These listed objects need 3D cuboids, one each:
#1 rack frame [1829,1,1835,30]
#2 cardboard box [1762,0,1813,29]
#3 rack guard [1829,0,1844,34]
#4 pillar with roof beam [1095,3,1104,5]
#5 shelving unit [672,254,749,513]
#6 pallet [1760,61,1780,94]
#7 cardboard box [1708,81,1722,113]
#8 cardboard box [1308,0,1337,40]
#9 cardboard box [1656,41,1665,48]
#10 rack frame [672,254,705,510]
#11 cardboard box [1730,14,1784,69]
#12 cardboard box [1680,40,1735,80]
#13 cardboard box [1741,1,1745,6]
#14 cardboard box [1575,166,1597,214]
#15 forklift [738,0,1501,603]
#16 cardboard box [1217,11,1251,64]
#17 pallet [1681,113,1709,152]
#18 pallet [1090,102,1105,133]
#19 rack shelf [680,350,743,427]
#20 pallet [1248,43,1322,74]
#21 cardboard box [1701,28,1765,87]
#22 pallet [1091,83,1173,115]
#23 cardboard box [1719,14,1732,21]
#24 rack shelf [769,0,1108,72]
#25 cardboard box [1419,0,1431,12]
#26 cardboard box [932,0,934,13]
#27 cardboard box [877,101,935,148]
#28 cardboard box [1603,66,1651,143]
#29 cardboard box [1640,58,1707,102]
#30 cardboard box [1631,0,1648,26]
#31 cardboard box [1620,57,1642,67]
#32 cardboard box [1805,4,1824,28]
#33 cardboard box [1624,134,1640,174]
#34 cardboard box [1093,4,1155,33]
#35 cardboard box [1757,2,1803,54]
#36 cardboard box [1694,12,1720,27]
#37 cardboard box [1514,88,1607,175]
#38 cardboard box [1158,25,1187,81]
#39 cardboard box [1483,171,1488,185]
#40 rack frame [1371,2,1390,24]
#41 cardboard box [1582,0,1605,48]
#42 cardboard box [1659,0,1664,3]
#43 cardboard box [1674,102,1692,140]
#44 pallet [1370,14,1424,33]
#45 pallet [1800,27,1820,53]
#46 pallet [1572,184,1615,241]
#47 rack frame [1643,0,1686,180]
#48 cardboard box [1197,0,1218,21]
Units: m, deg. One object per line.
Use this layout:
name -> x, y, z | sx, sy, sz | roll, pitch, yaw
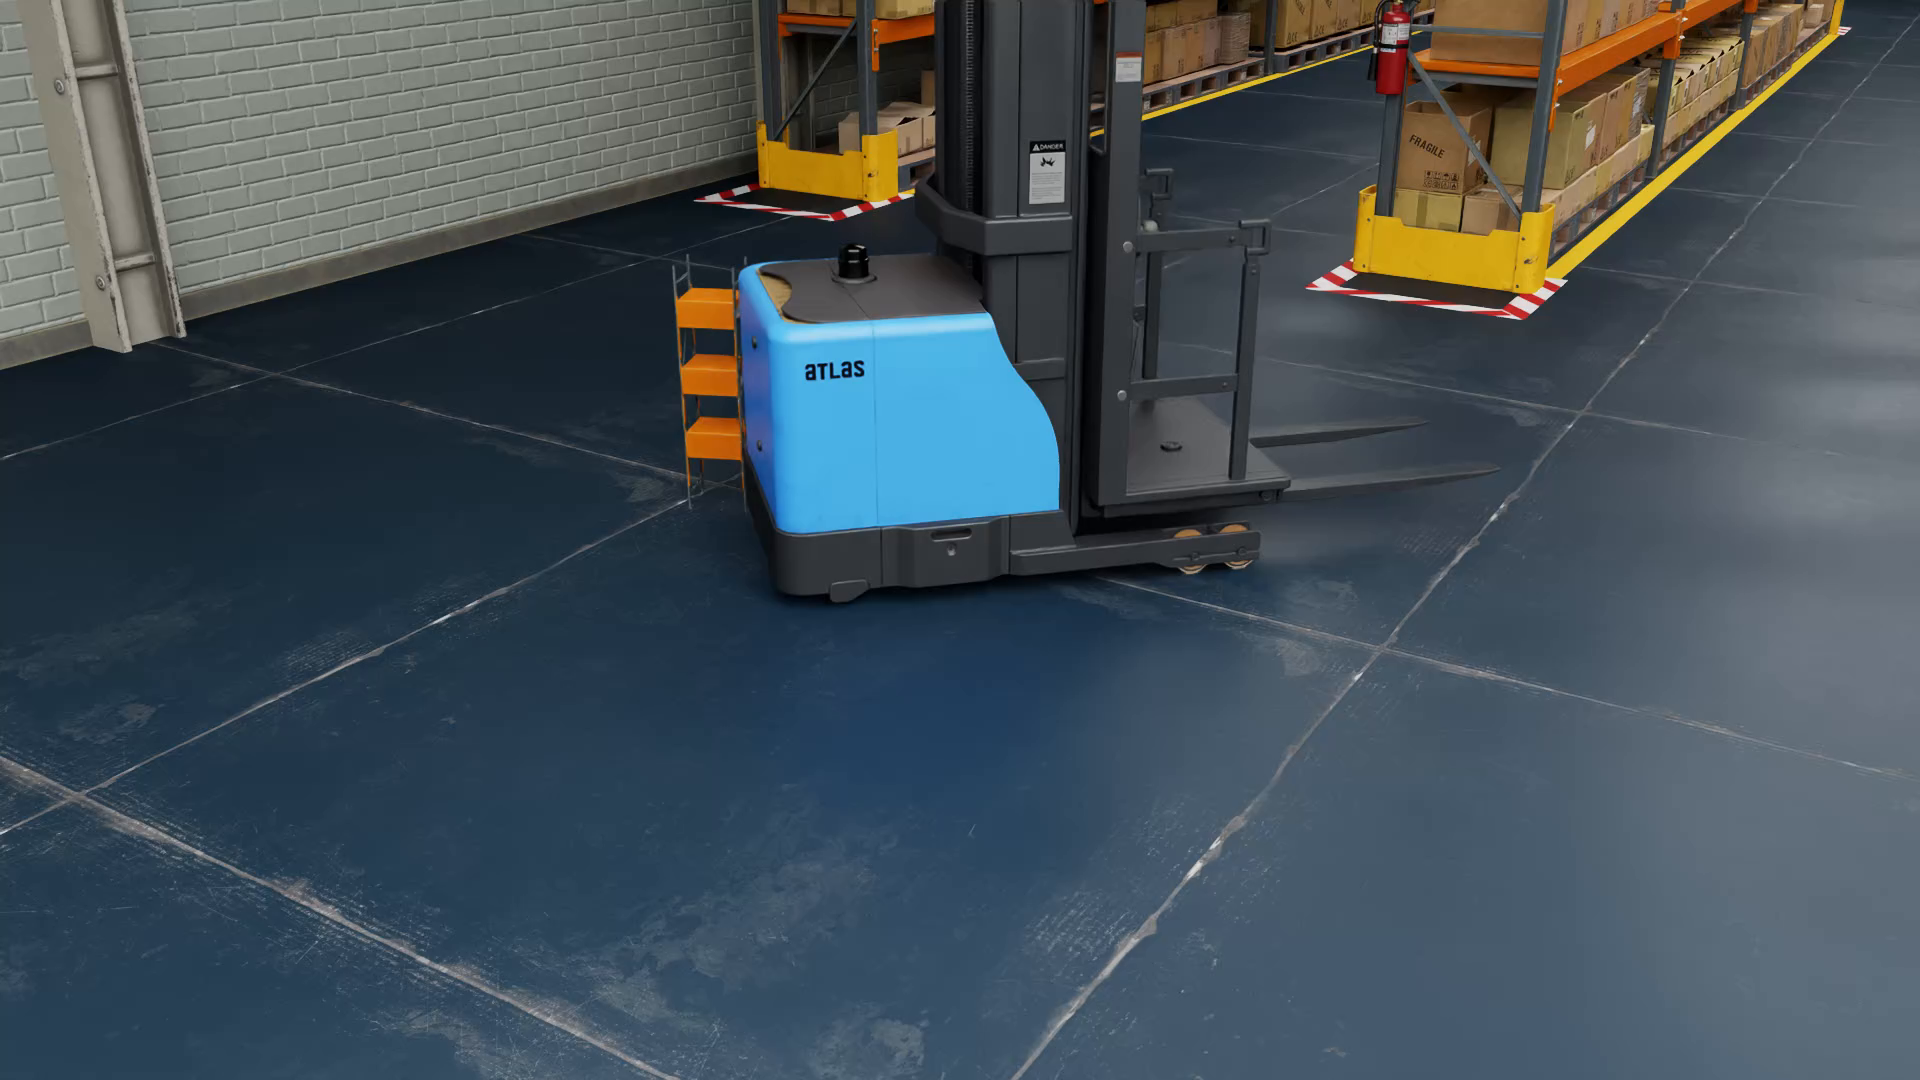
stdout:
rack frame -> 11.567, -8.472, 22.545 | 1.000, 3.000, 0.127 | 14, 27, 29
cardboard box -> 10.444, -6.814, 21.302 | 0.797, 0.503, 0.637 | 14, 27, 29
rack guard -> 11.527, -7.299, 22.982 | 1.175, 0.500, 0.348 | 14, 27, 29
pillar with roof beam -> 5.374, -8.402, 14.832 | 9.100, 9.000, 0.400 | 14, 27, 29
shelving unit -> -1.008, -0.642, 6.912 | 0.252, 1.050, 0.215 | 4, 24, 8
pallet -> 8.418, -5.147, 18.373 | 1.003, 0.211, 1.213 | 14, 27, 29
cardboard box -> 6.740, -4.130, 15.448 | 0.500, 0.250, 0.500 | 15, 27, 30
cardboard box -> 4.104, -6.530, 20.236 | 0.750, 0.750, 0.750 | 14, 27, 29
cardboard box -> 6.552, -4.666, 15.979 | 0.500, 0.311, 0.500 | 13, 27, 28
rack frame -> -1.129, -0.649, 6.929 | 0.008, 1.050, 0.200 | 4, 24, 8
cardboard box -> 8.641, -5.444, 18.142 | 0.500, 0.500, 0.500 | 13, 27, 27
cardboard box -> 7.012, -4.555, 15.723 | 0.500, 0.311, 0.500 | 13, 27, 28
cardboard box -> 8.995, -6.065, 19.576 | 0.500, 0.500, 0.500 | 13, 26, 27
cardboard box -> 4.124, -2.475, 11.625 | 0.500, 0.250, 0.500 | 14, 27, 29
forklift -> 0.686, -1.414, 6.327 | 3.031, 2.935, 1.130 | -6, 24, -13
cardboard box -> 2.801, -5.610, 18.525 | 0.700, 0.500, 0.500 | 14, 27, 30
pallet -> 6.236, -3.813, 15.291 | 1.003, 0.211, 1.213 | 14, 27, 29
pallet -> 0.703, -3.945, 15.597 | 1.003, 0.211, 1.213 | 14, 27, 29
rack shelf -> -1.008, -0.632, 6.916 | 0.240, 0.259, 0.215 | 4, 24, 8
pallet -> 3.617, -5.780, 19.835 | 1.003, 0.211, 1.213 | 14, 27, 29
cardboard box -> 7.830, -4.921, 16.933 | 0.500, 0.500, 0.500 | 15, 28, 31
pallet -> 1.436, -4.442, 16.746 | 1.003, 0.211, 1.213 | 14, 27, 29
cardboard box -> 8.186, -5.545, 18.375 | 0.500, 0.500, 0.500 | 13, 26, 27
rack shelf -> -0.028, -4.454, 14.168 | 1.077, 0.370, 4.000 | 14, 27, 29
cardboard box -> 6.269, -7.777, 23.557 | 0.700, 0.500, 0.500 | 15, 27, 30
cardboard box -> -0.294, -4.326, 13.130 | 0.500, 0.250, 0.500 | 13, 27, 27
cardboard box -> -0.341, -3.484, 13.853 | 0.500, 0.311, 0.500 | 16, 28, 33
cardboard box -> 4.905, -3.328, 12.651 | 0.500, 0.500, 0.500 | 14, 27, 29
cardboard box -> 6.208, -4.040, 14.534 | 0.500, 0.311, 0.500 | 13, 27, 27
cardboard box -> 4.736, -4.137, 12.406 | 0.700, 0.500, 0.500 | 14, 27, 28
cardboard box -> 5.742, -4.152, 14.792 | 0.500, 0.311, 0.500 | 14, 27, 29
cardboard box -> 10.963, -6.863, 21.734 | 0.500, 0.250, 0.500 | 14, 27, 29
cardboard box -> 4.906, -2.984, 12.800 | 0.500, 0.250, 0.500 | 14, 27, 29
cardboard box -> 1.631, -5.259, 16.771 | 0.500, 0.250, 0.500 | 13, 27, 28
cardboard box -> 9.441, -5.950, 19.312 | 0.500, 0.500, 0.500 | 14, 27, 29
cardboard box -> 7.667, -5.556, 17.457 | 0.500, 0.250, 0.500 | 15, 28, 31
cardboard box -> 4.114, -2.822, 11.482 | 0.500, 0.500, 0.500 | 14, 27, 29
cardboard box -> 1.935, -5.114, 17.381 | 0.700, 0.500, 0.500 | 14, 27, 30
cardboard box -> 3.413, -2.417, 11.490 | 0.500, 0.250, 0.500 | 14, 27, 29
rack frame -> 5.247, -8.159, 21.821 | 1.000, 3.000, 0.127 | 14, 27, 29
cardboard box -> 3.924, -3.617, 11.204 | 0.700, 0.500, 0.500 | 14, 27, 29
cardboard box -> 5.460, -4.529, 13.624 | 0.500, 0.250, 0.500 | 16, 28, 32
cardboard box -> 5.931, -3.609, 14.244 | 0.500, 0.250, 0.500 | 15, 27, 30
pallet -> 5.715, -7.120, 22.930 | 1.003, 0.211, 1.213 | 14, 27, 29
pallet -> 10.463, -6.487, 21.470 | 1.003, 0.211, 1.213 | 14, 27, 29
pallet -> 4.140, -2.469, 12.188 | 1.003, 0.211, 1.213 | 14, 27, 29
rack frame -> 5.237, -4.422, 13.189 | 1.000, 3.000, 0.127 | 14, 27, 29
cardboard box -> 2.448, -5.775, 17.962 | 0.500, 0.250, 0.500 | 14, 27, 30
